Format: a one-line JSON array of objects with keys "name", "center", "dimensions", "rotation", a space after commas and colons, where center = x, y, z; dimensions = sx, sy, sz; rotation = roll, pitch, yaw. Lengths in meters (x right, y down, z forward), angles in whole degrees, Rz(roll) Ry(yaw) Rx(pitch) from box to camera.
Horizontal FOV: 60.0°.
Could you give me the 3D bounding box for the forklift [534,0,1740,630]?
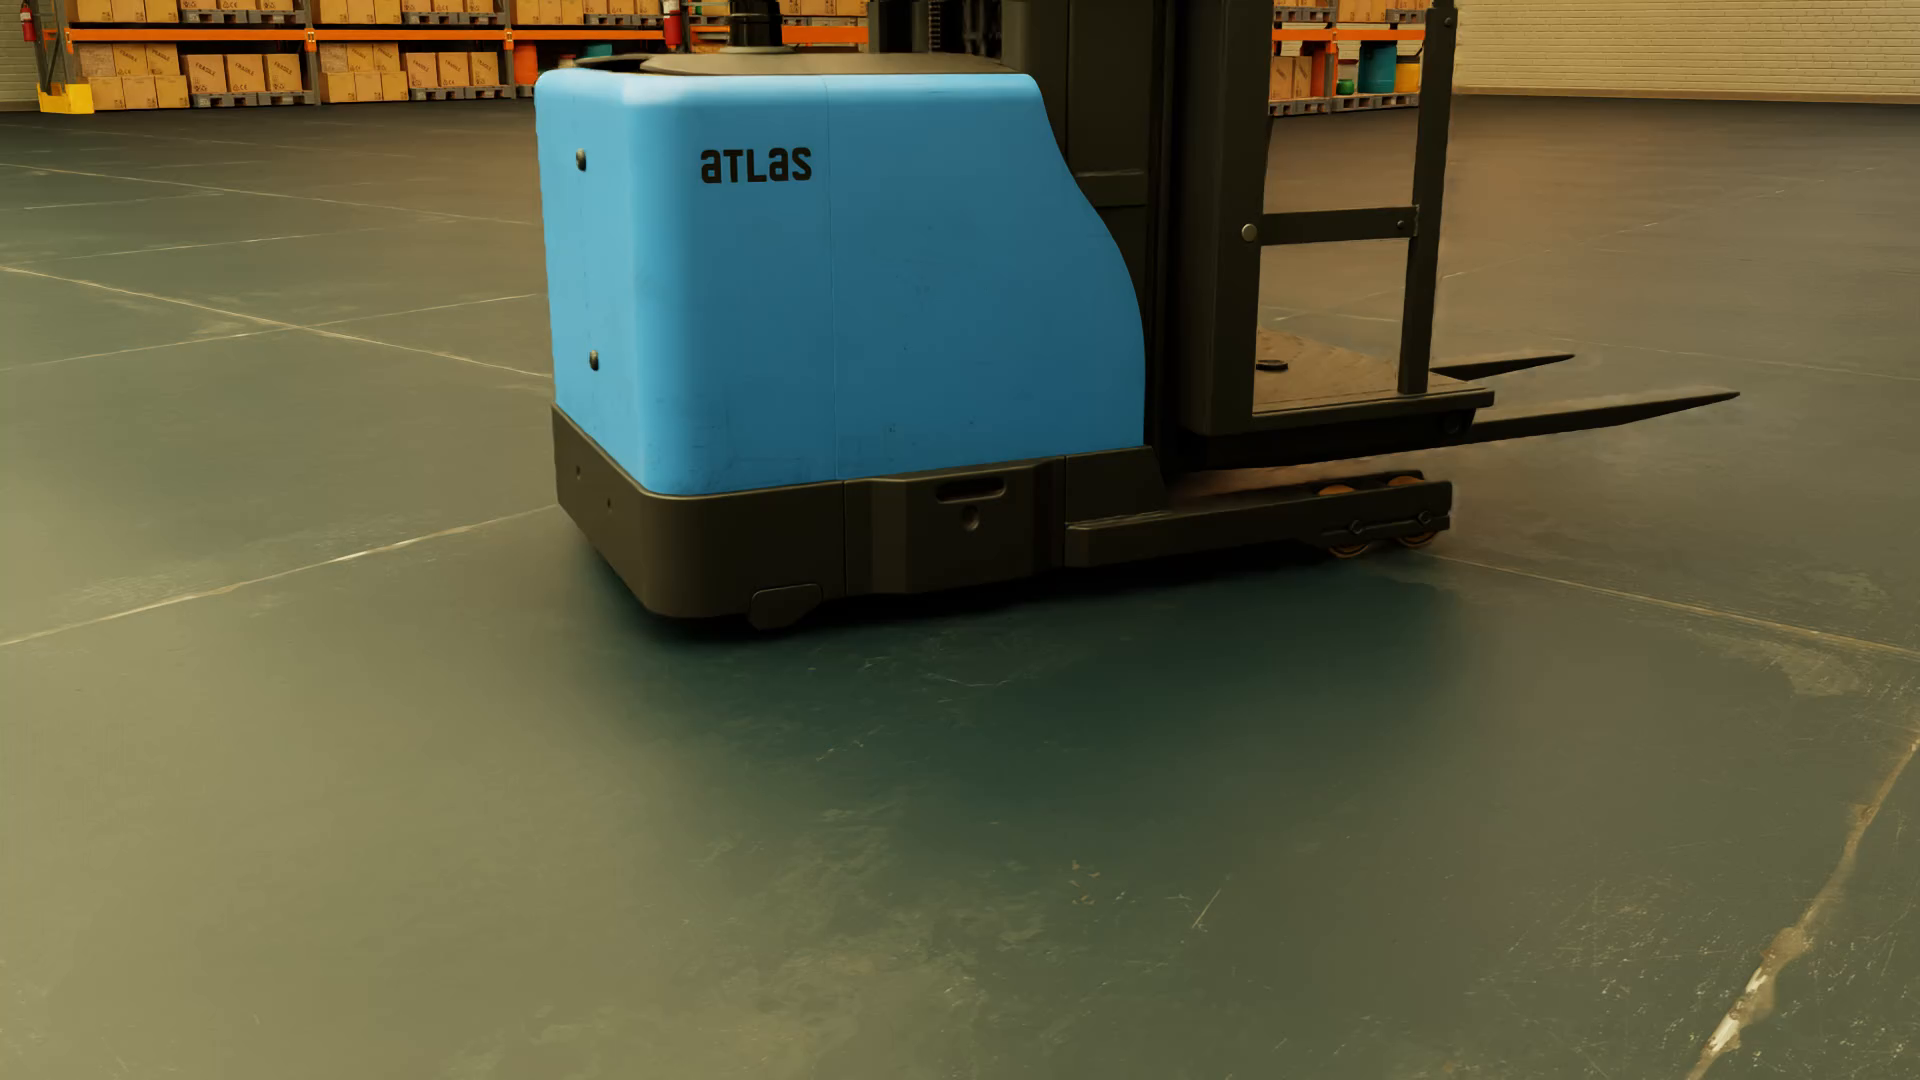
[{"name": "forklift", "center": [0.590, -1.493, 3.814], "dimensions": [3.031, 2.935, 1.130], "rotation": [-8, 18, -23]}]
